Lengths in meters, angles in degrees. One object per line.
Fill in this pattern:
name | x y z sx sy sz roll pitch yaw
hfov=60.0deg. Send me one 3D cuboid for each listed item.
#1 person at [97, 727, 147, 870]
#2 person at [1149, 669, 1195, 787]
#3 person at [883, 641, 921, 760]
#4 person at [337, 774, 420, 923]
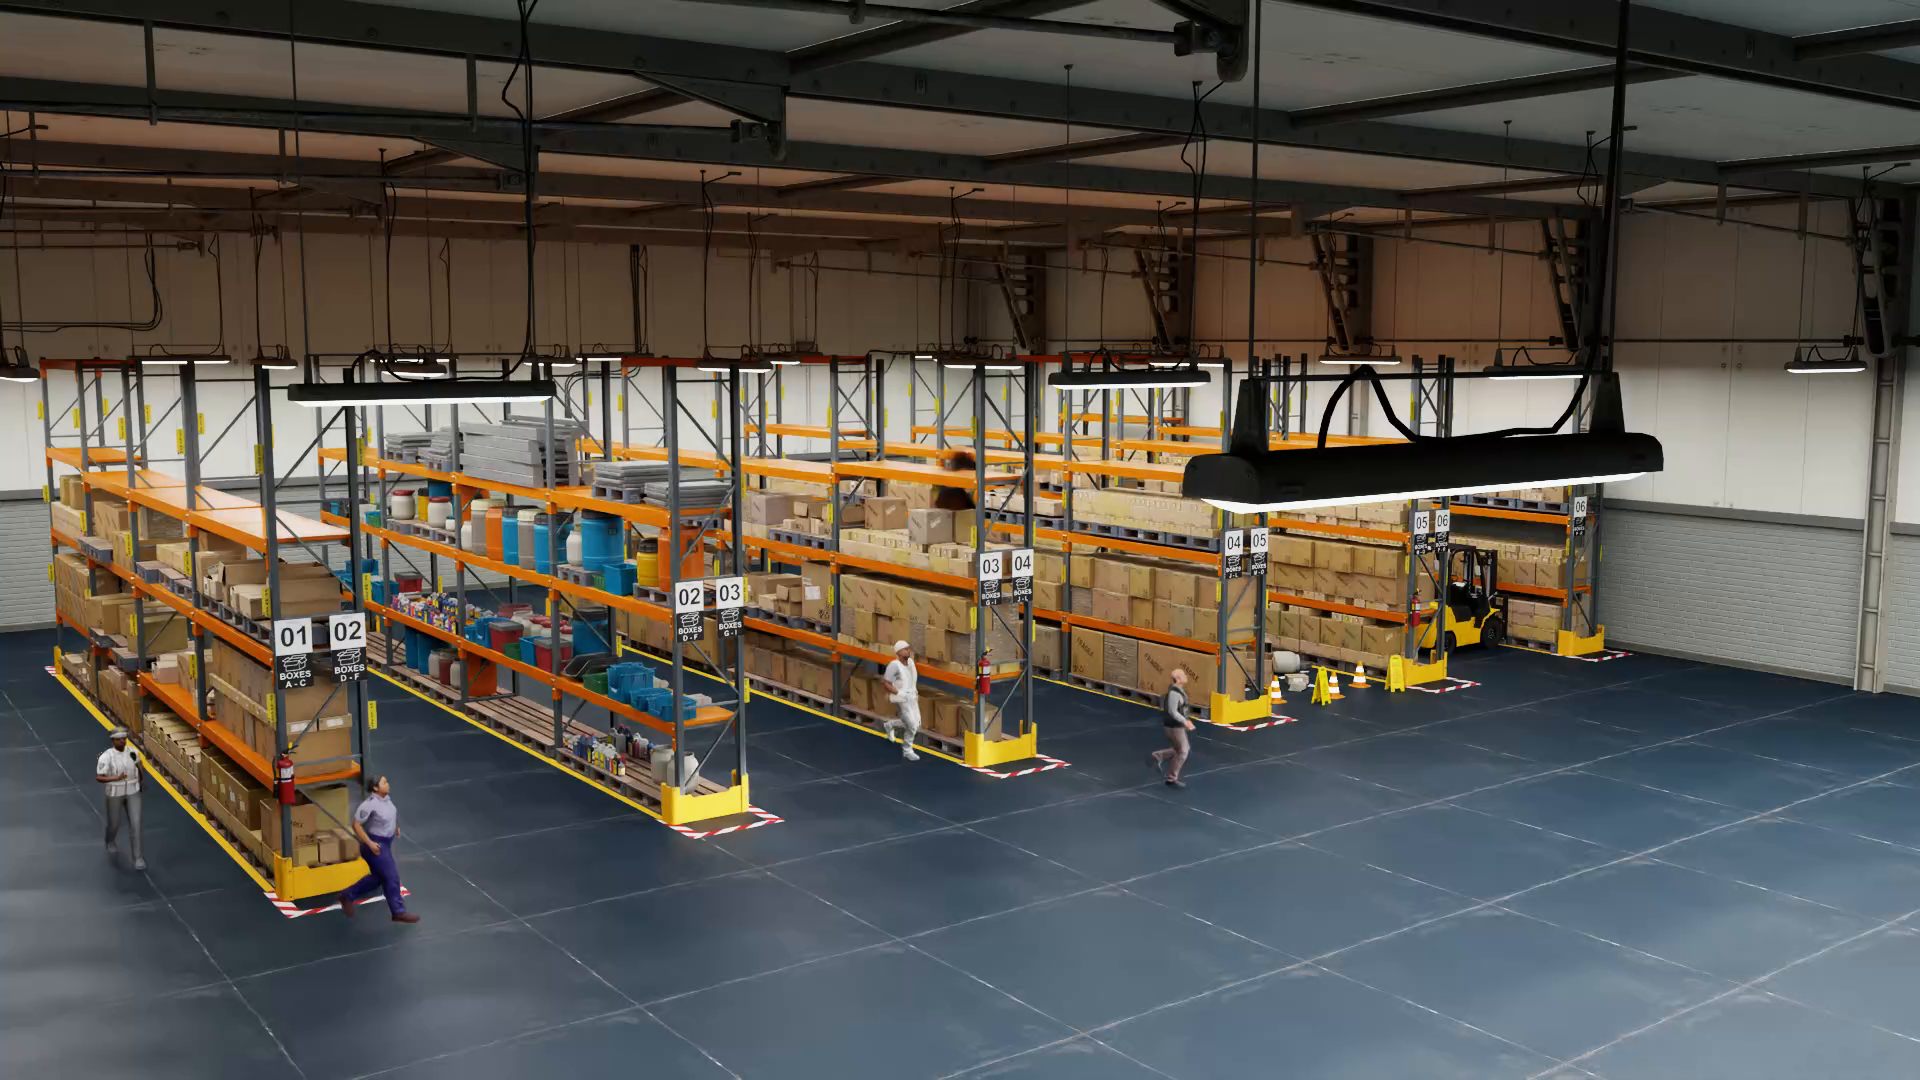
person | -10.100 3.069 20.065 0.575 1.680 0.938 -6 9 -40
person | 3.027 2.664 23.711 0.650 1.695 0.674 1 7 9
person | -0.864 2.307 24.130 0.667 1.723 0.712 4 8 28
person | -6.327 3.340 18.082 0.881 1.622 0.606 0 7 -2
